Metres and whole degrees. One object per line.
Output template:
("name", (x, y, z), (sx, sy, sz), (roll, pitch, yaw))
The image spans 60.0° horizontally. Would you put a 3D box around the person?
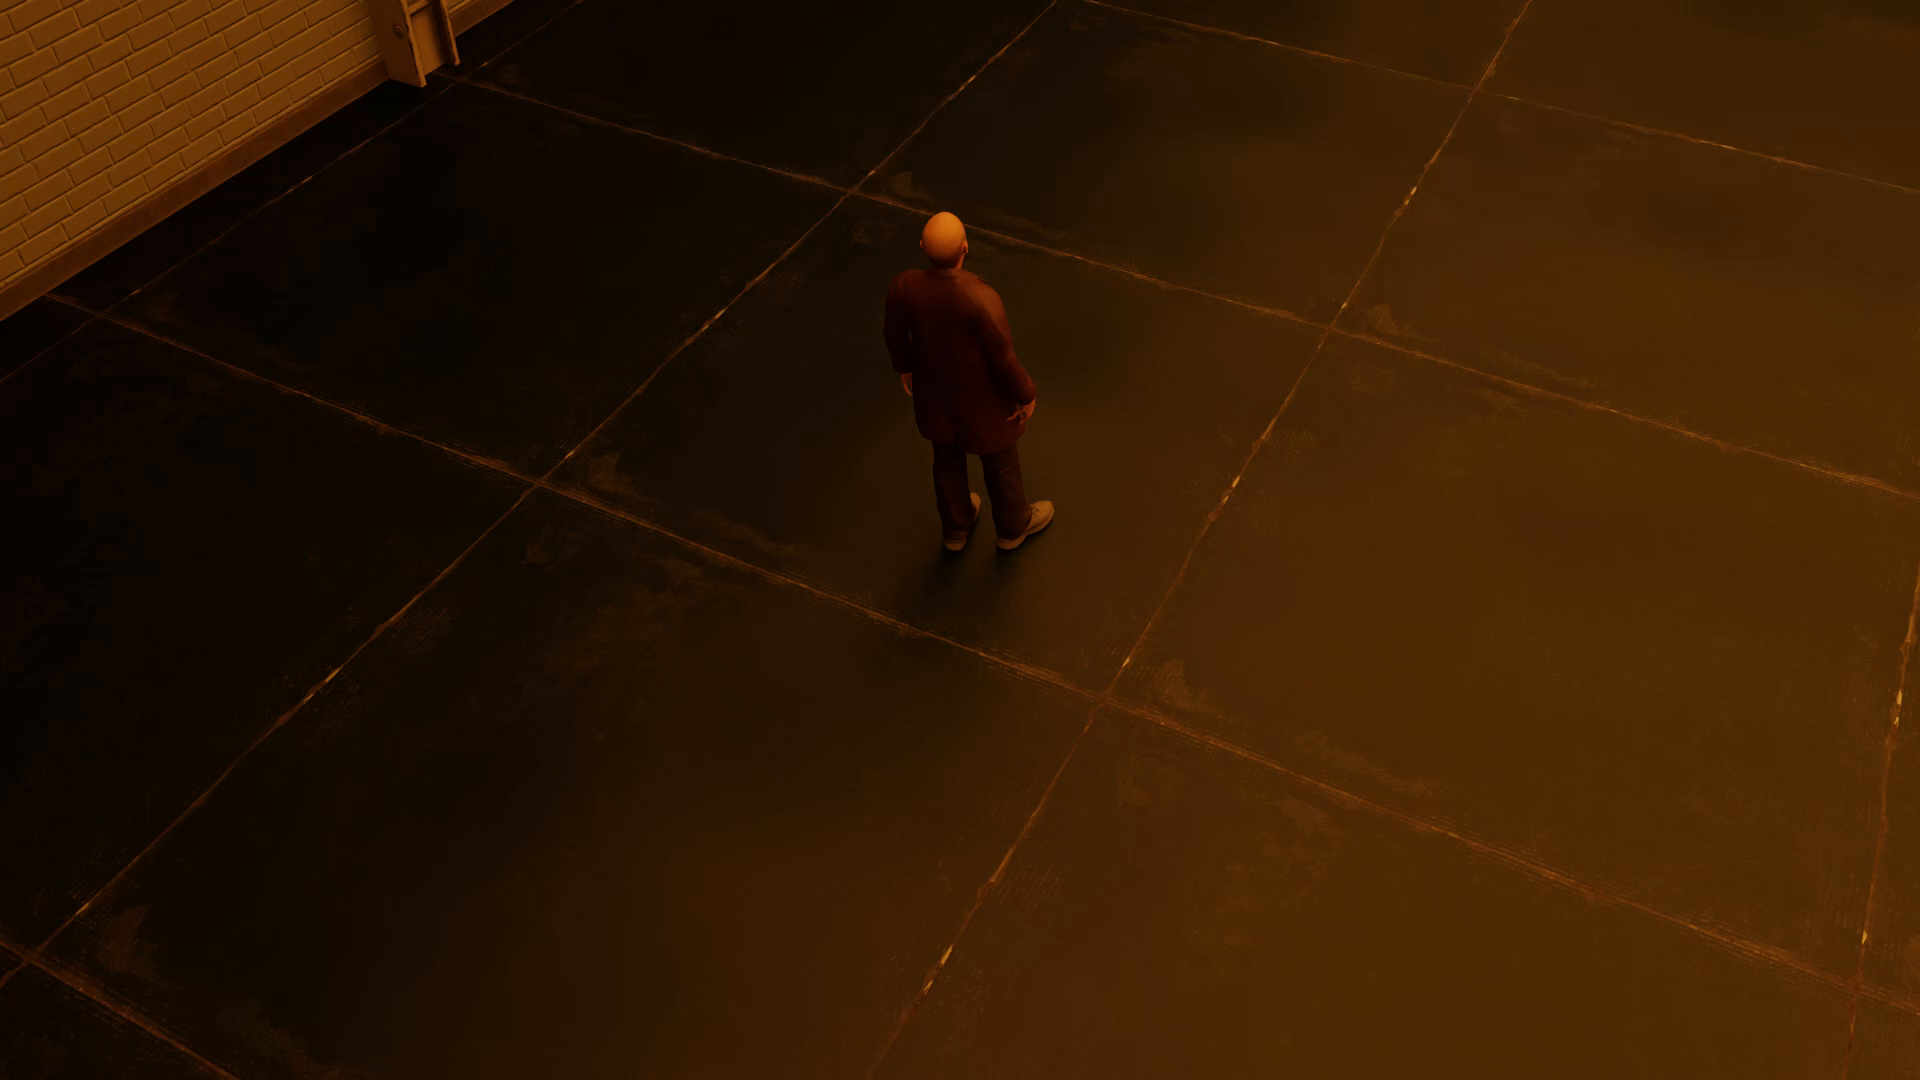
("person", (0.047, -0.706, 7.234), (0.696, 1.775, 0.582), (20, 47, 20))
